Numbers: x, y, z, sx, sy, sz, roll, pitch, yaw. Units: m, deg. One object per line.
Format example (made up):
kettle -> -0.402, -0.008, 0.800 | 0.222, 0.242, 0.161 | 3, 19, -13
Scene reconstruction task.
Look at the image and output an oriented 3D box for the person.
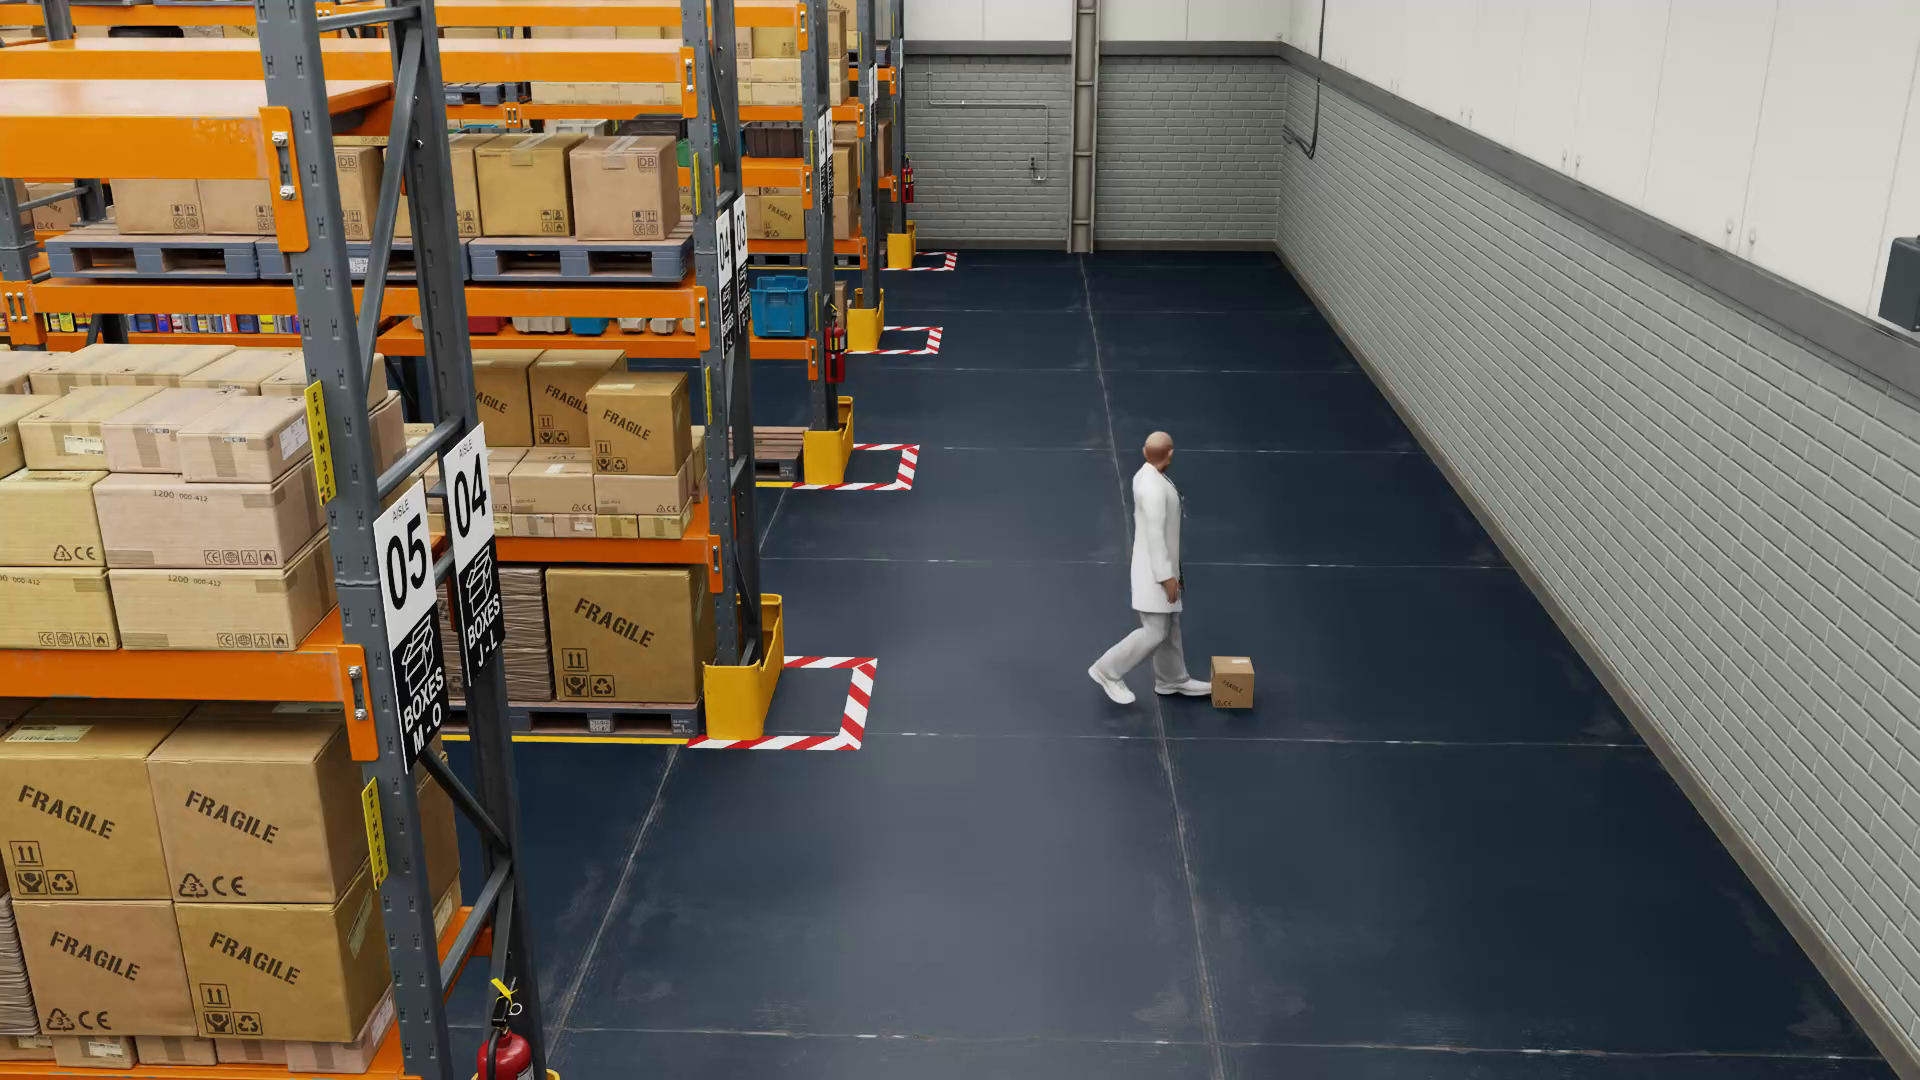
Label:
person -> 1.242, 0.191, 10.552 | 0.800, 1.767, 0.631 | 3, 21, 8
